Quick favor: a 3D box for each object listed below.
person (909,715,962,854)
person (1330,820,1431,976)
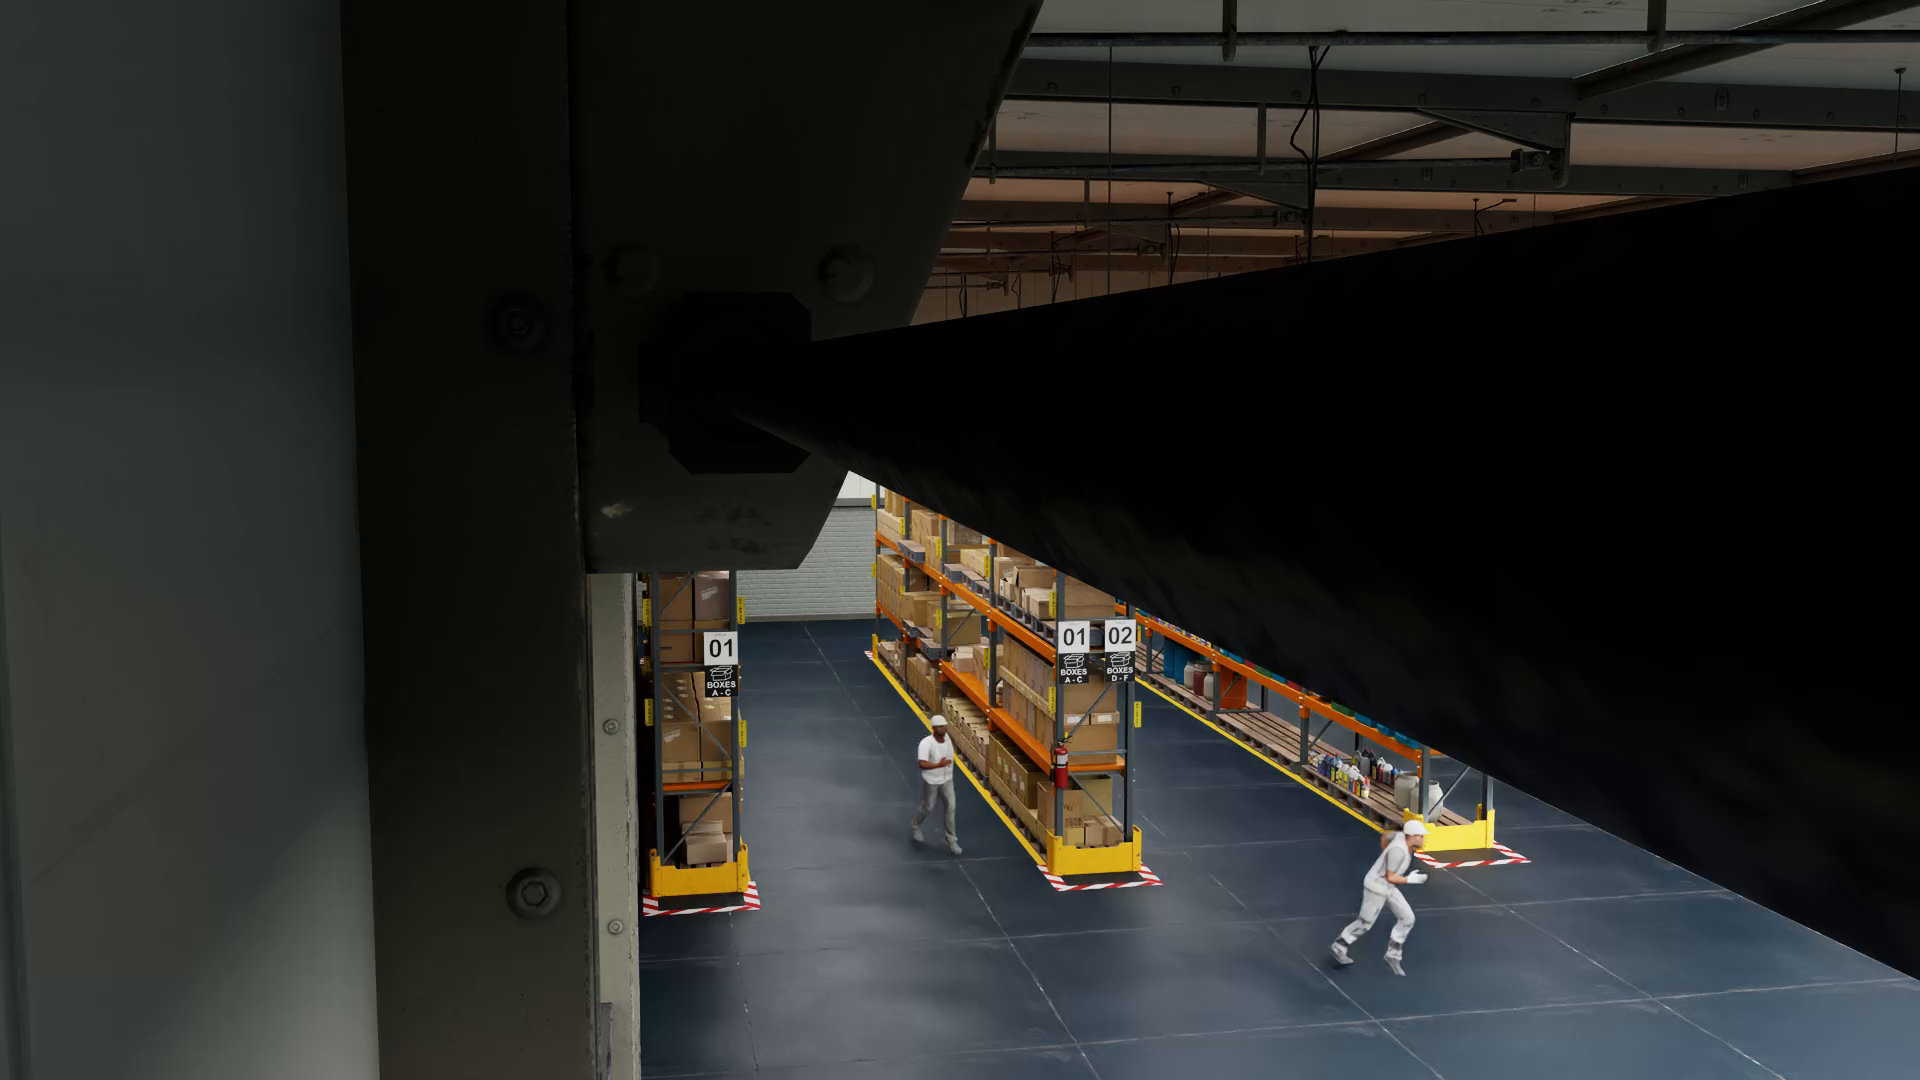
[{"bbox_3d":[-0.316,3.175,21.919,0.688,1.781,0.950,-5,8,-39],"label":"person"},{"bbox_3d":[4.410,3.735,17.469,1.011,1.711,0.707,3,7,26],"label":"person"}]
